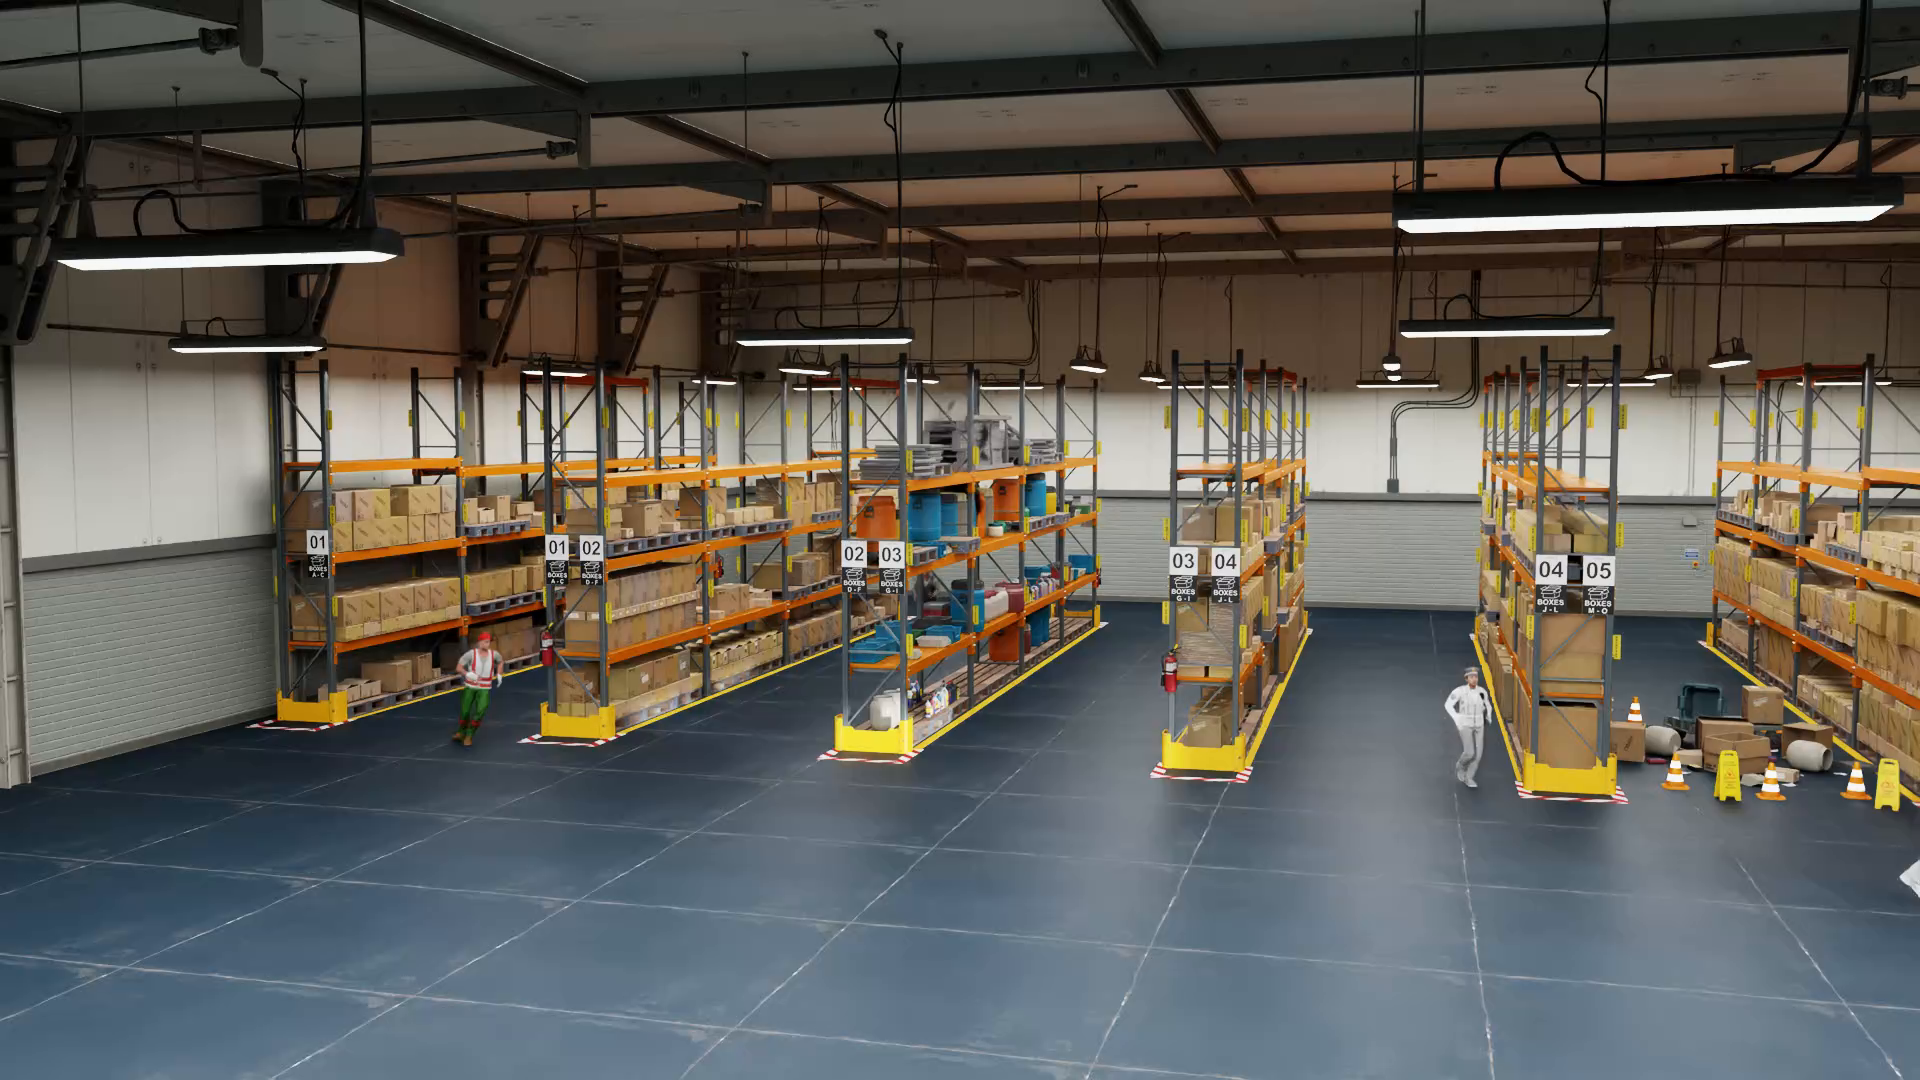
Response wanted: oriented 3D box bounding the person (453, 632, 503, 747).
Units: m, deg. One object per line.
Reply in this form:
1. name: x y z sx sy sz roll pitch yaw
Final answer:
1. person: -7.470 2.302 25.803 0.782 1.754 0.754 -2 4 -20

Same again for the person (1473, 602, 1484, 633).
1. person: 12.532 1.372 39.149 0.809 1.717 0.563 0 4 -7

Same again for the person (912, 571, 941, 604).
1. person: -0.774 1.443 37.830 0.665 1.683 0.753 0 4 5

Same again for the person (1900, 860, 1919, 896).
1. person: 10.153 2.871 16.968 0.701 1.808 0.986 -3 5 -34

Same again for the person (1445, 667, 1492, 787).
1. person: 6.930 2.544 22.681 0.532 1.652 0.544 0 4 -5
